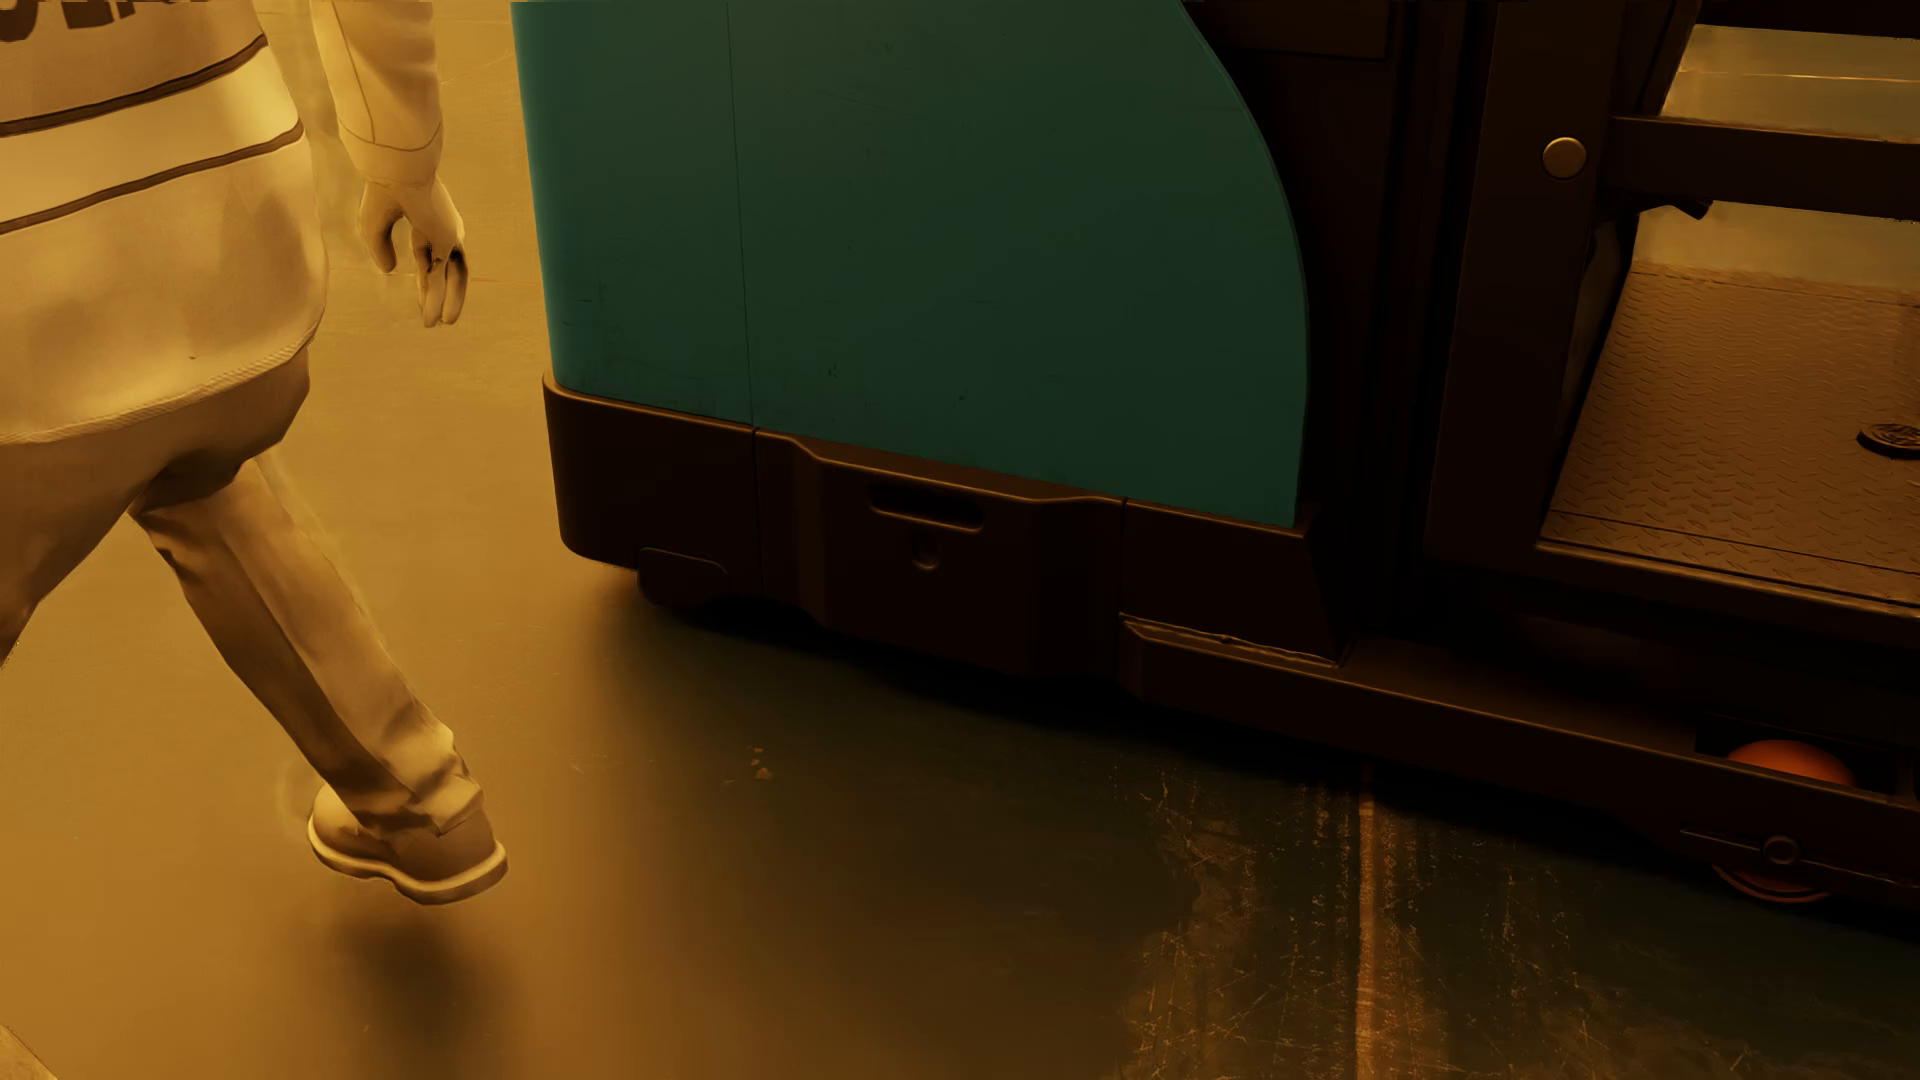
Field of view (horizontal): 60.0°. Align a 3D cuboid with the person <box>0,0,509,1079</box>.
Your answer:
[{"bbox_3d":[-0.645,-0.143,1.101,0.612,1.556,0.869,14,30,25],"label":"person"}]

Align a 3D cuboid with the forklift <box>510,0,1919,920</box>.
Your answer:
[{"bbox_3d":[0.993,-1.165,1.556,3.031,2.935,1.130,12,29,22],"label":"forklift"}]
